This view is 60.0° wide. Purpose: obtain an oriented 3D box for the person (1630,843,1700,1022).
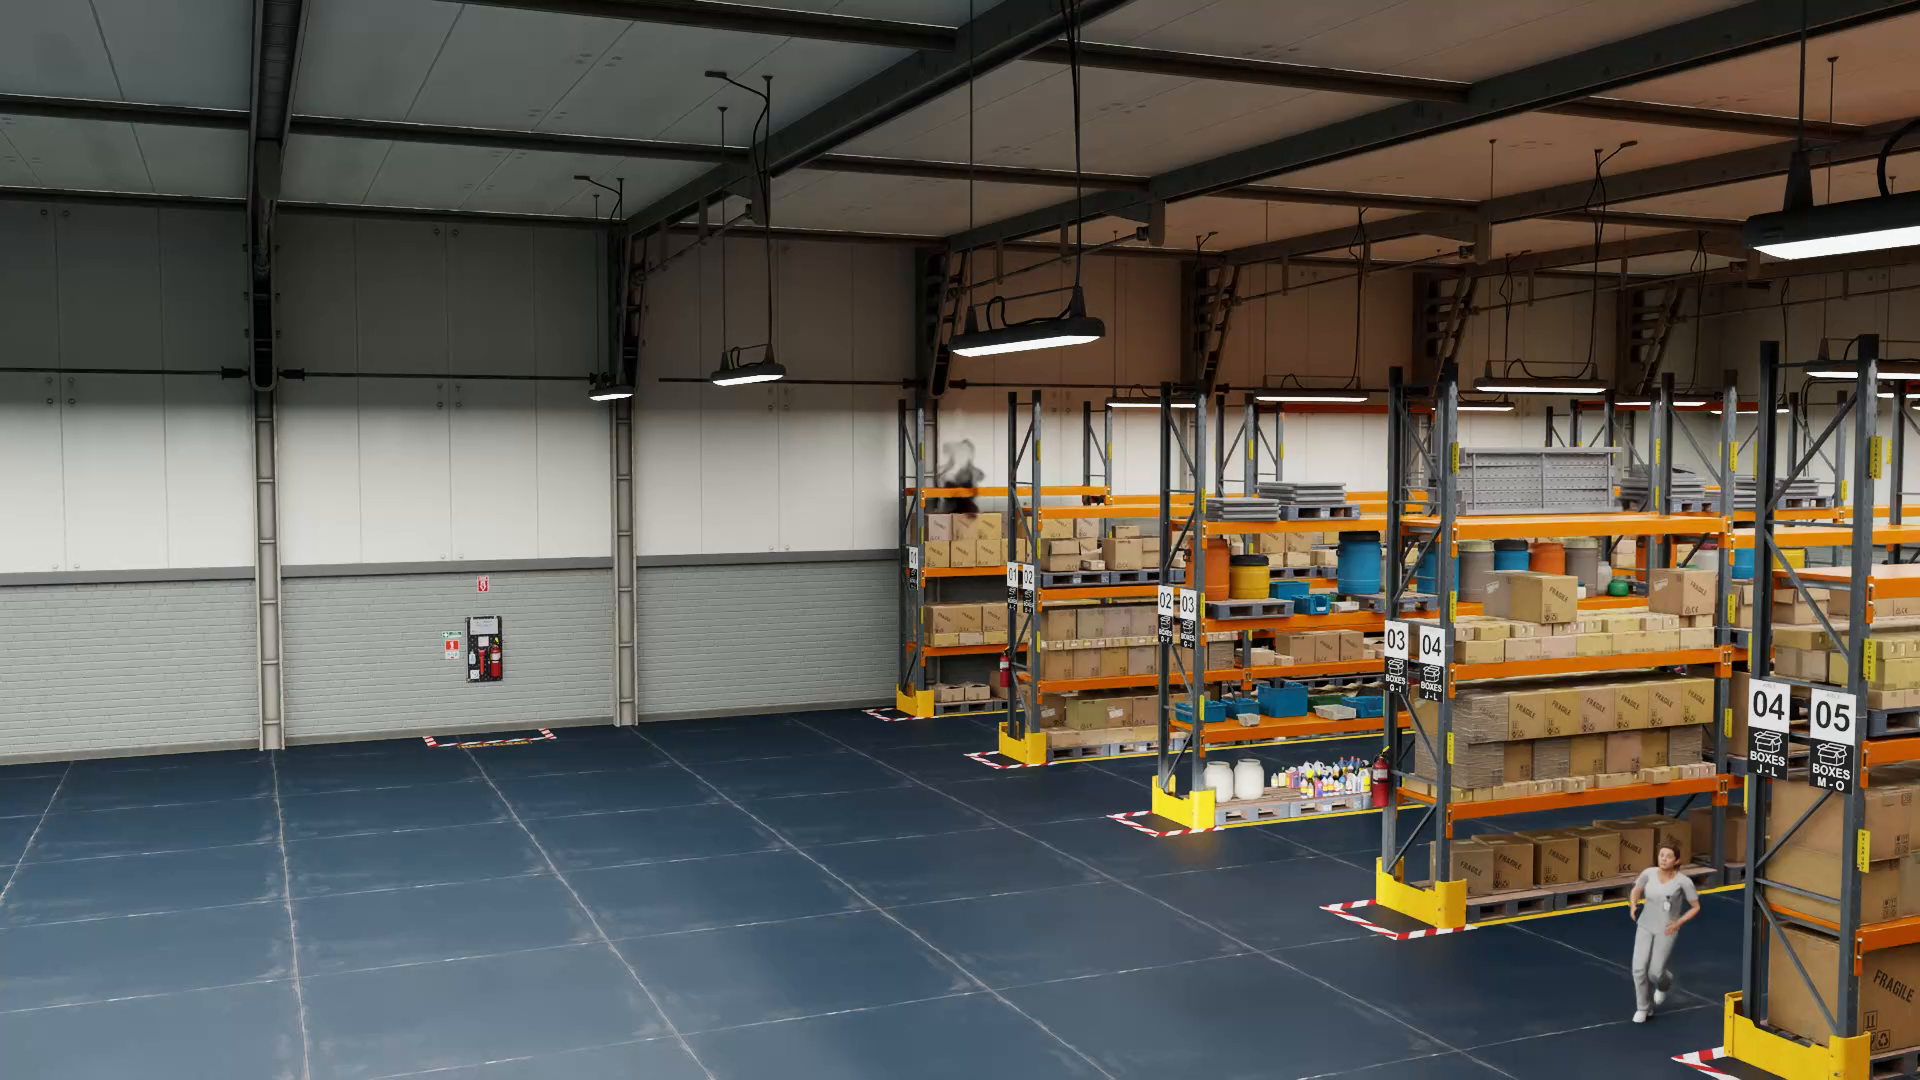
[{"bbox_3d":[6.294,3.496,14.876,0.622,1.623,0.593,-3,5,-44],"label":"person"}]
